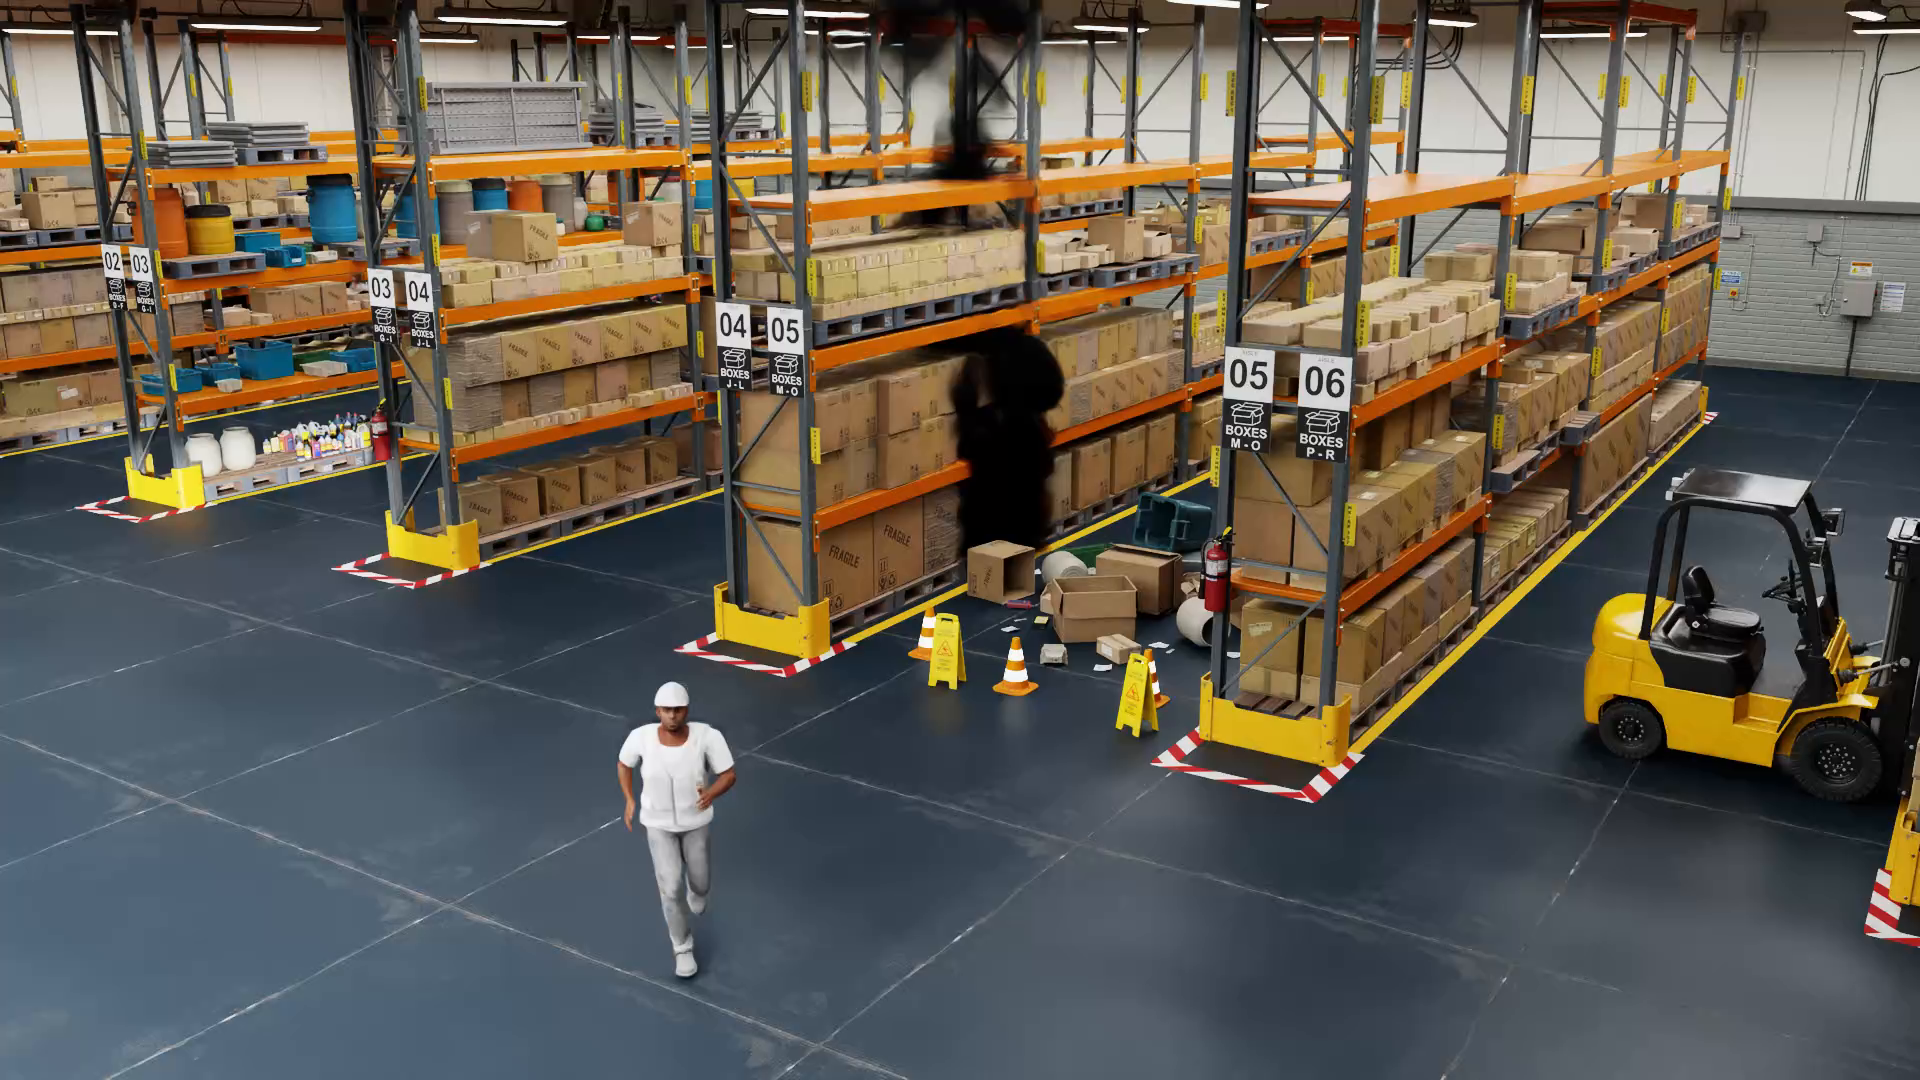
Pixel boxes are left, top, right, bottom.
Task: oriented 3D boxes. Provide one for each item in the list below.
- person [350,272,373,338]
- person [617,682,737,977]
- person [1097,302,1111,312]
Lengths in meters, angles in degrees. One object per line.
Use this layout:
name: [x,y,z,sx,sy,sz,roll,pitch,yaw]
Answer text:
person: [-11.419,-4.346,31.765,0.520,1.611,0.856,6,17,22]
person: [-1.687,1.664,9.974,0.705,1.742,0.831,-2,16,-8]
person: [2.345,-3.114,27.355,0.617,1.666,0.696,7,17,24]
